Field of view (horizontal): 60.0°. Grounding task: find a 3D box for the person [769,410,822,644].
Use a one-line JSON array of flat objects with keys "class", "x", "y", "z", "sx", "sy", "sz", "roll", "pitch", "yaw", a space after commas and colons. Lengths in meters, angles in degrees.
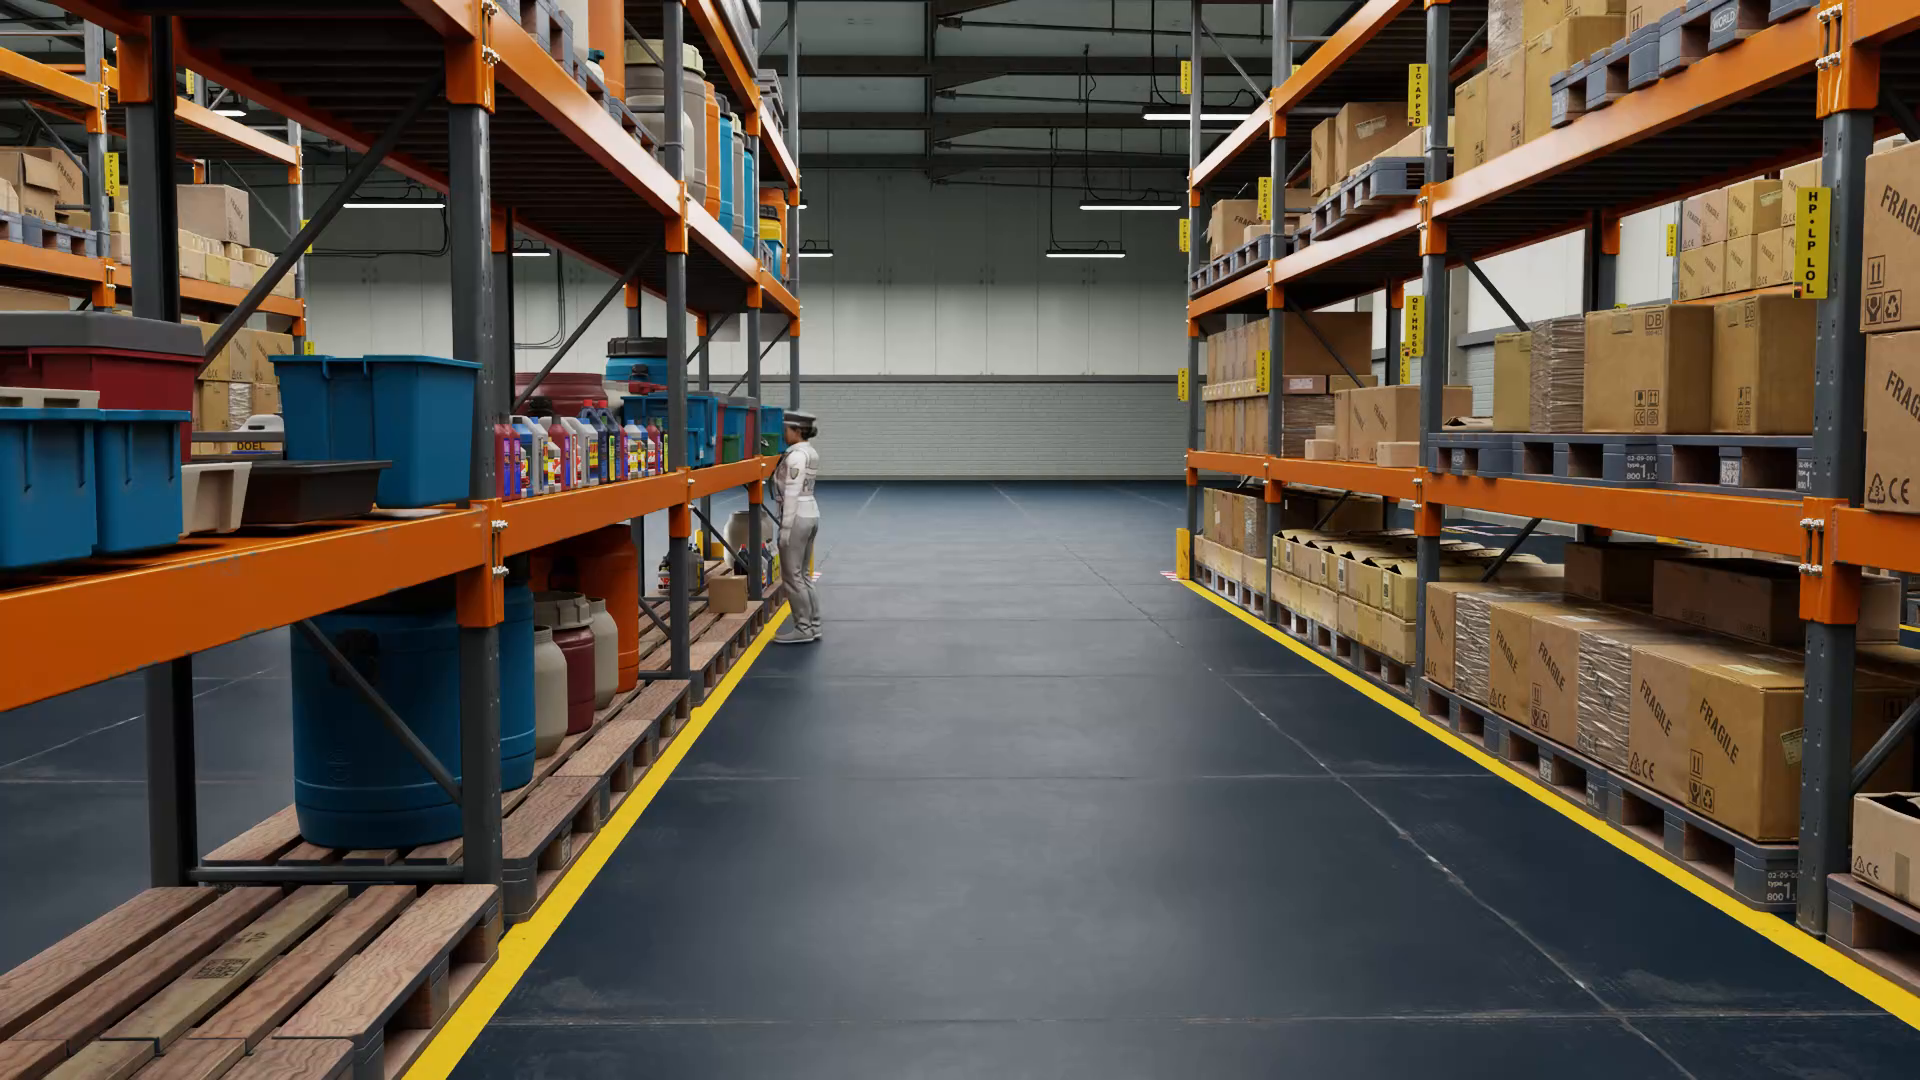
[{"class": "person", "x": -1.179, "y": -0.091, "z": 11.914, "sx": 0.328, "sy": 1.674, "sz": 0.468, "roll": 1, "pitch": 4, "yaw": 9}]
